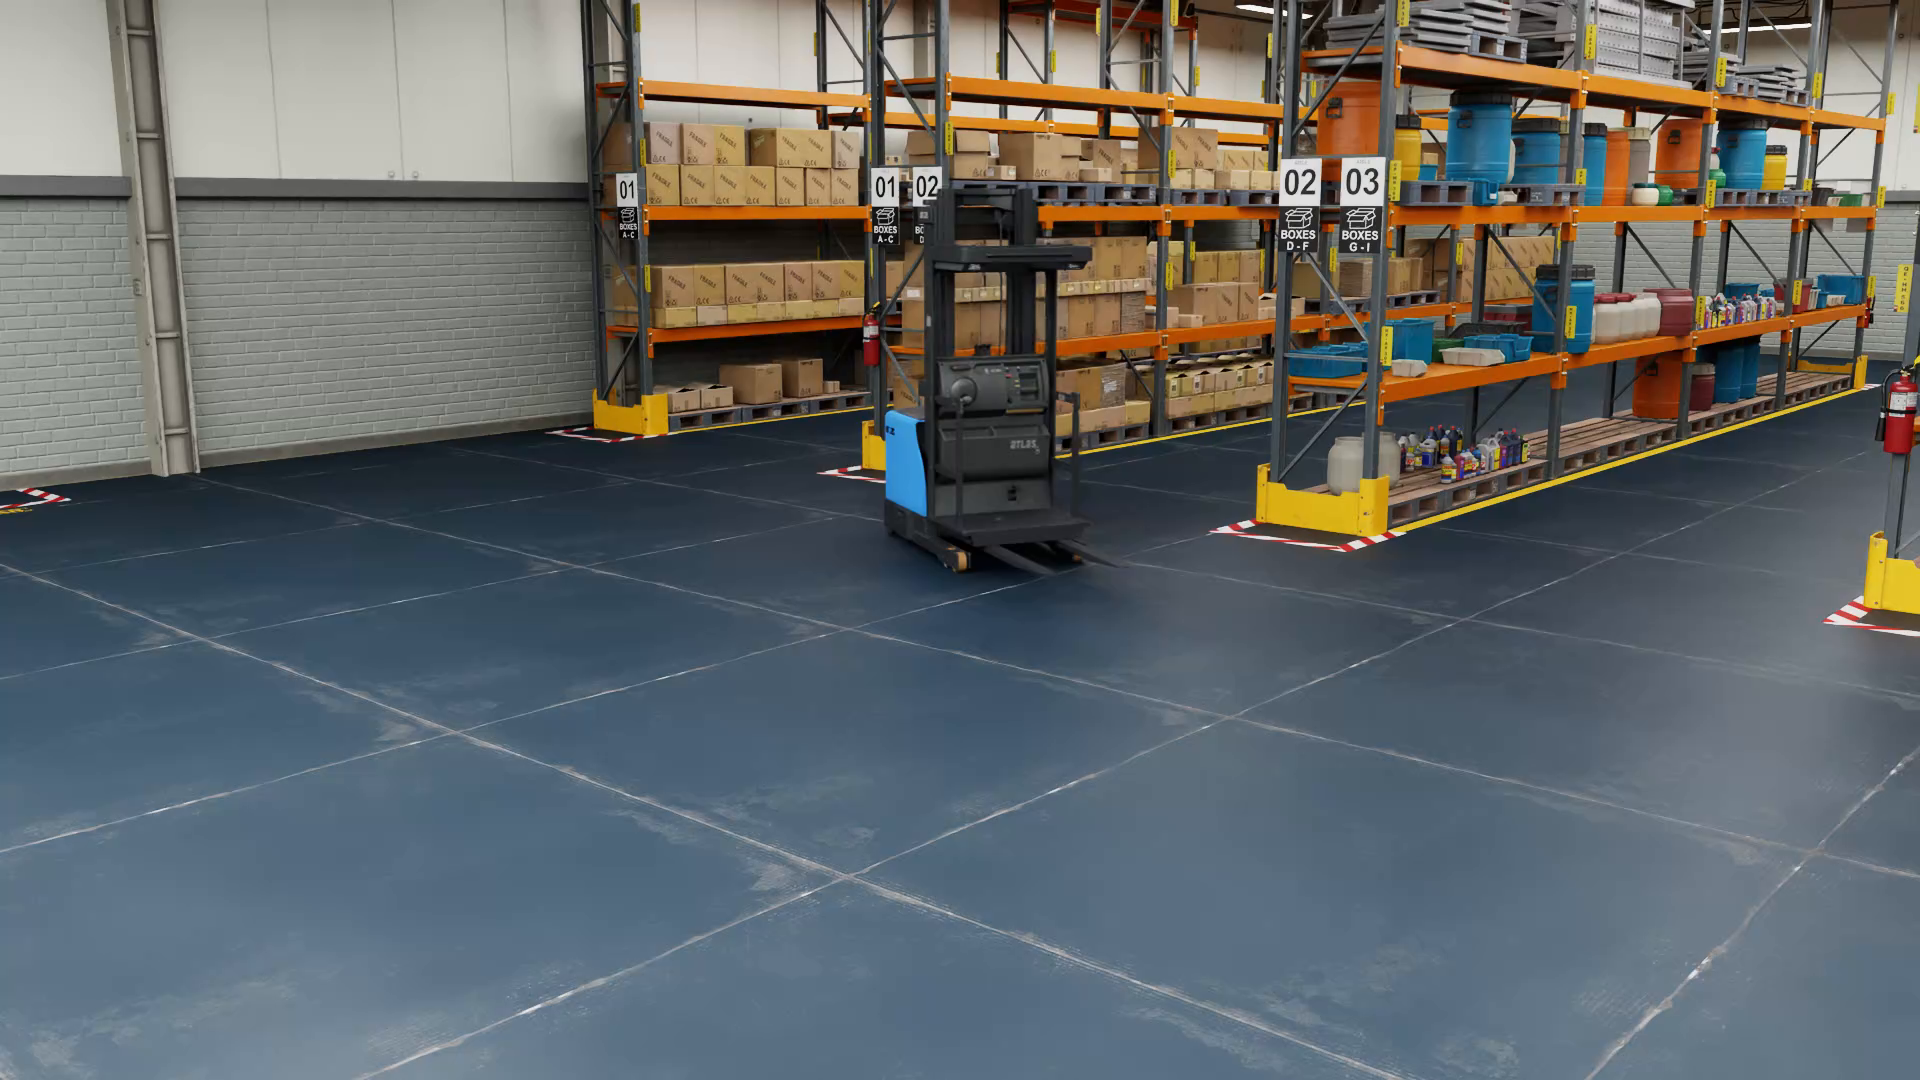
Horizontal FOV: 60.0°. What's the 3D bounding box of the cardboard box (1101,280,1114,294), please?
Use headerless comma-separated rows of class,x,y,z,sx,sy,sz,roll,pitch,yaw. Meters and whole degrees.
cardboard box,1.590,-2.991,19.618,0.380,0.149,0.250,10,15,40

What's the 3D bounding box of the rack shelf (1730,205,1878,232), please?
rack shelf,12.436,-4.754,24.533,1.077,0.370,4.000,10,15,40

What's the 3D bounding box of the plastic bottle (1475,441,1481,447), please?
plastic bottle,5.193,-0.850,16.620,0.061,0.283,0.133,10,15,40

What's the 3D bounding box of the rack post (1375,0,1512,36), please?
rack post,4.450,-4.770,15.311,0.937,0.300,0.954,9,15,39

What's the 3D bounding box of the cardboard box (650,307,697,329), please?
cardboard box,-3.686,-2.824,21.023,0.500,0.250,0.500,9,15,39

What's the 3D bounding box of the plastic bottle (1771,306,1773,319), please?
plastic bottle,11.043,-3.124,22.700,0.097,0.201,0.097,0,11,0

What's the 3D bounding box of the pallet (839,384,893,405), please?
pallet,-1.094,-2.193,24.651,1.003,0.211,1.213,10,15,40

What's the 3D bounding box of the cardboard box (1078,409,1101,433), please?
cardboard box,1.319,-1.419,19.605,0.500,0.250,0.500,10,15,40

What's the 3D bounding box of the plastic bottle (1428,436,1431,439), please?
plastic bottle,4.797,-0.923,17.017,0.097,0.271,0.097,0,11,0

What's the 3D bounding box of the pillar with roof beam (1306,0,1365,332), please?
pillar with roof beam,10.681,-8.105,31.817,9.100,9.000,0.548,10,15,40

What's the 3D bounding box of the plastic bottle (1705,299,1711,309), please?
plastic bottle,10.028,-3.106,22.420,0.152,0.276,0.135,10,15,40

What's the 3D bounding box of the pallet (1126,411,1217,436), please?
pallet,2.574,-1.552,21.440,1.003,0.211,1.213,10,15,40

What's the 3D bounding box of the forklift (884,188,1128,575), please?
forklift,0.354,-1.276,13.116,1.130,2.935,3.031,-4,12,-21

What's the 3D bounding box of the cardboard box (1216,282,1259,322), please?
cardboard box,3.662,-3.194,22.290,0.500,0.500,0.500,9,14,37

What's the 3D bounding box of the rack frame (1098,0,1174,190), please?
rack frame,2.117,-5.747,20.012,1.000,3.000,0.127,10,15,40

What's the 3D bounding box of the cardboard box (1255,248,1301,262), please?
cardboard box,5.986,-5.282,32.231,0.980,0.700,0.700,11,16,43

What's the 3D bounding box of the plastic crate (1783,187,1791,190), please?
plastic crate,12.062,-5.057,24.515,0.437,0.282,0.530,10,15,40

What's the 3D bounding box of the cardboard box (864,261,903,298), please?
cardboard box,-1.245,-3.781,24.103,0.700,0.500,0.500,10,15,41

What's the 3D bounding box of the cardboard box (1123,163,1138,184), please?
cardboard box,2.692,-6.153,28.320,0.700,0.500,0.500,9,15,39

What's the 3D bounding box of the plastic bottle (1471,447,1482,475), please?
plastic bottle,5.052,-0.775,16.277,0.097,0.271,0.097,0,11,0

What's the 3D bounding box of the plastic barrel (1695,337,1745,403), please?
plastic barrel,10.277,-2.337,22.536,0.600,0.901,0.708,10,15,40

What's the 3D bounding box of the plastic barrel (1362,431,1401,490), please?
plastic barrel,3.903,-0.742,15.550,0.421,0.512,0.421,0,11,0

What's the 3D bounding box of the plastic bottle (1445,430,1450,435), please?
plastic bottle,5.103,-1.003,17.407,0.152,0.276,0.135,10,15,42

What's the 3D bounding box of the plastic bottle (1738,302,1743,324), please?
plastic bottle,10.165,-2.963,21.685,0.061,0.283,0.133,10,15,40

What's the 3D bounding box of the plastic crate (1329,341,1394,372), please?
plastic crate,3.734,-1.710,15.495,0.499,0.251,0.408,10,15,40

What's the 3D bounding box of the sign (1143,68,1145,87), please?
sign,3.274,-8.175,29.379,0.100,0.325,0.005,10,15,40

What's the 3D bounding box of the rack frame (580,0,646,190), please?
rack frame,-4.247,-5.799,20.269,1.000,3.000,0.127,10,15,40

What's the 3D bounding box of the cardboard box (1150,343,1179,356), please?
cardboard box,3.343,-3.662,29.303,0.750,0.750,0.750,10,15,41

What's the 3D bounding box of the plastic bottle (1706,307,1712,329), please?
plastic bottle,9.310,-2.782,20.799,0.152,0.276,0.135,10,15,40

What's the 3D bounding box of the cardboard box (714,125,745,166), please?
cardboard box,-3.111,-5.046,21.301,0.500,0.500,0.500,10,15,42

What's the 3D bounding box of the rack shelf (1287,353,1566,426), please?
rack shelf,4.515,-1.518,15.987,1.077,0.370,4.000,10,15,40

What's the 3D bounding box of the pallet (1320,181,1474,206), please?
pallet,3.815,-3.063,14.715,1.003,0.211,1.213,10,15,40

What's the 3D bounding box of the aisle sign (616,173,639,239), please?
aisle sign,-4.069,-4.082,20.355,0.394,0.787,0.004,10,15,40

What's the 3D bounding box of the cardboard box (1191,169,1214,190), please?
cardboard box,2.891,-4.579,21.133,0.500,0.250,0.500,8,14,35

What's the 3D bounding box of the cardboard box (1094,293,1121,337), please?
cardboard box,1.486,-2.710,19.866,0.700,0.500,0.500,10,15,40

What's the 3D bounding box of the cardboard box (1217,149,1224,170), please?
cardboard box,4.356,-6.711,29.636,0.500,0.500,0.500,10,15,40

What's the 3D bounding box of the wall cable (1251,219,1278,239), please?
wall cable,6.450,-6.020,34.099,0.084,1.984,1.851,10,15,40

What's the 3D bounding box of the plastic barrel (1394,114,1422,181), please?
plastic barrel,3.852,-3.529,15.012,0.600,0.588,0.600,0,11,0

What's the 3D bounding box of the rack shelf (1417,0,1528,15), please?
rack shelf,8.718,-8.496,27.123,1.077,0.370,4.000,10,15,40

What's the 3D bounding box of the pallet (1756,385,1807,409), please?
pallet,11.573,-2.087,24.123,1.003,0.211,1.213,10,15,40

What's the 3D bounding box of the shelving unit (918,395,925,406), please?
shelving unit,-0.241,-0.732,14.809,0.189,1.200,0.258,-4,12,-21

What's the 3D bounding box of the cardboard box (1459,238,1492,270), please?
cardboard box,8.261,-4.631,26.930,0.500,0.500,0.500,9,15,39

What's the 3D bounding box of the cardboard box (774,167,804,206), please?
cardboard box,-2.435,-4.710,22.169,0.500,0.500,0.500,9,14,38

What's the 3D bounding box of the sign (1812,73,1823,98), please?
sign,11.528,-6.110,22.359,0.100,0.325,0.005,10,15,40

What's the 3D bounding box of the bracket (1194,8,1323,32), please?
bracket,5.728,-9.939,31.805,0.076,0.066,4.783,10,15,40

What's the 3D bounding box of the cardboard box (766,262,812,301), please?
cardboard box,-2.352,-3.493,22.459,0.500,0.500,0.500,9,15,39

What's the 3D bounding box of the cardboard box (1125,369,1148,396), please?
cardboard box,2.169,-2.035,21.257,0.500,0.311,0.500,10,15,40

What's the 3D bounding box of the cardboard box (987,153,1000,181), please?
cardboard box,0.406,-4.204,18.742,0.500,0.311,0.500,-10,15,-41

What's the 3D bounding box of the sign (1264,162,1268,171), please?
sign,4.351,-5.189,23.554,0.100,0.325,0.005,10,15,40

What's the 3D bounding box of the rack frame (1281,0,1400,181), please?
rack frame,3.195,-4.518,13.856,1.000,3.000,0.127,10,15,40

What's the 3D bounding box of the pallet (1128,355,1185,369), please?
pallet,3.222,-3.132,29.352,1.003,0.211,1.213,10,15,40

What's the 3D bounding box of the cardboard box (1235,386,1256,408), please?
cardboard box,3.584,-1.917,22.097,0.500,0.250,0.500,10,15,41

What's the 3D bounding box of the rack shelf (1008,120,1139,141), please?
rack shelf,2.354,-6.721,27.745,1.077,0.370,4.000,10,15,40

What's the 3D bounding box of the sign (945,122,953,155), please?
sign,-0.110,-4.083,16.902,0.100,0.325,0.005,10,15,40

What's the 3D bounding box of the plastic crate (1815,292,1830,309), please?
plastic crate,12.594,-3.542,24.561,0.416,0.233,0.300,10,15,40

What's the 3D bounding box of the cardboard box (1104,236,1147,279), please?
cardboard box,1.829,-3.425,20.132,0.700,0.500,0.500,10,15,41
